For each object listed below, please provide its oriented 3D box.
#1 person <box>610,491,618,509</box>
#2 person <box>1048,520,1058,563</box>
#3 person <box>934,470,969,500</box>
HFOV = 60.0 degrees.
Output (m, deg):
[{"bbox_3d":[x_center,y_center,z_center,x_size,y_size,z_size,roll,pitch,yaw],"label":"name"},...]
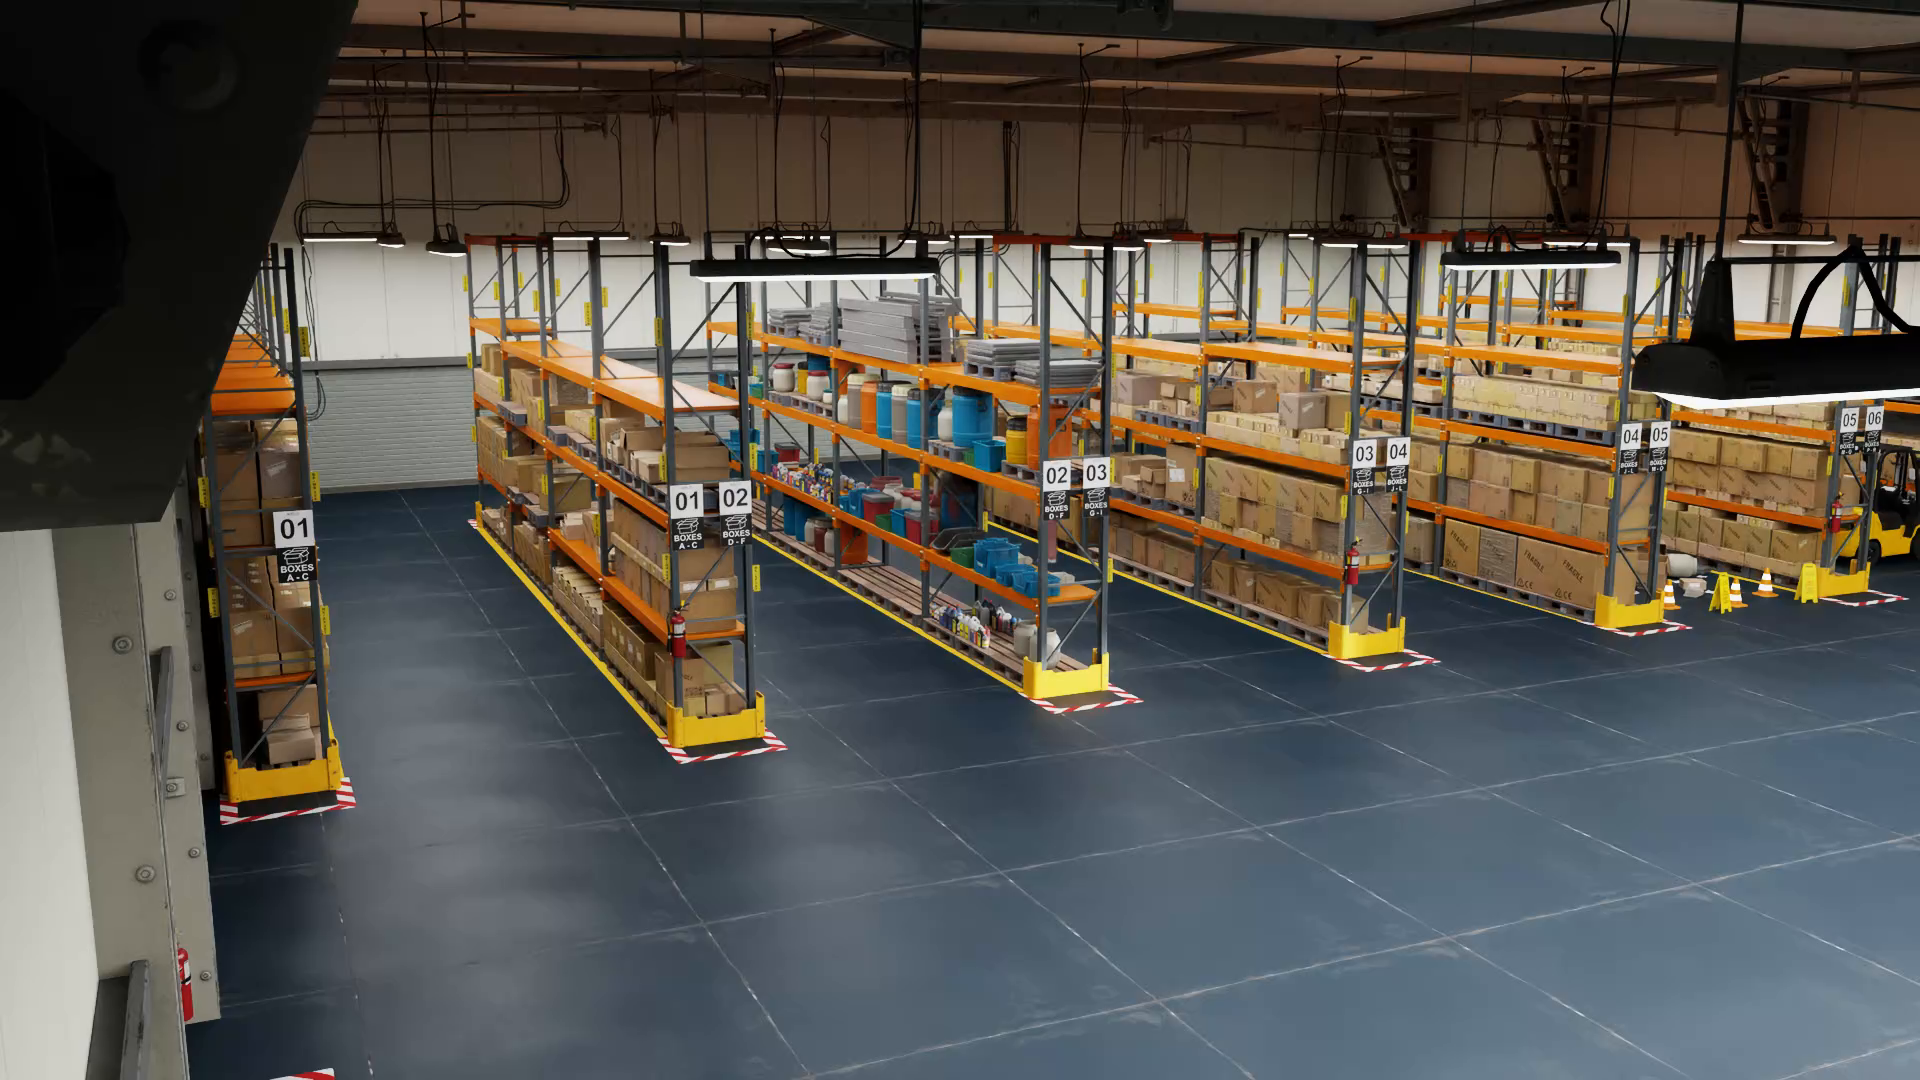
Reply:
[{"bbox_3d":[-6.724,-0.632,32.071,0.483,1.630,0.948,-4,12,-21],"label":"person"},{"bbox_3d":[1.561,-0.428,29.332,0.380,1.684,0.457,-4,12,-19],"label":"person"},{"bbox_3d":[-0.129,-0.723,32.512,0.640,1.811,0.935,-5,12,-25],"label":"person"}]
